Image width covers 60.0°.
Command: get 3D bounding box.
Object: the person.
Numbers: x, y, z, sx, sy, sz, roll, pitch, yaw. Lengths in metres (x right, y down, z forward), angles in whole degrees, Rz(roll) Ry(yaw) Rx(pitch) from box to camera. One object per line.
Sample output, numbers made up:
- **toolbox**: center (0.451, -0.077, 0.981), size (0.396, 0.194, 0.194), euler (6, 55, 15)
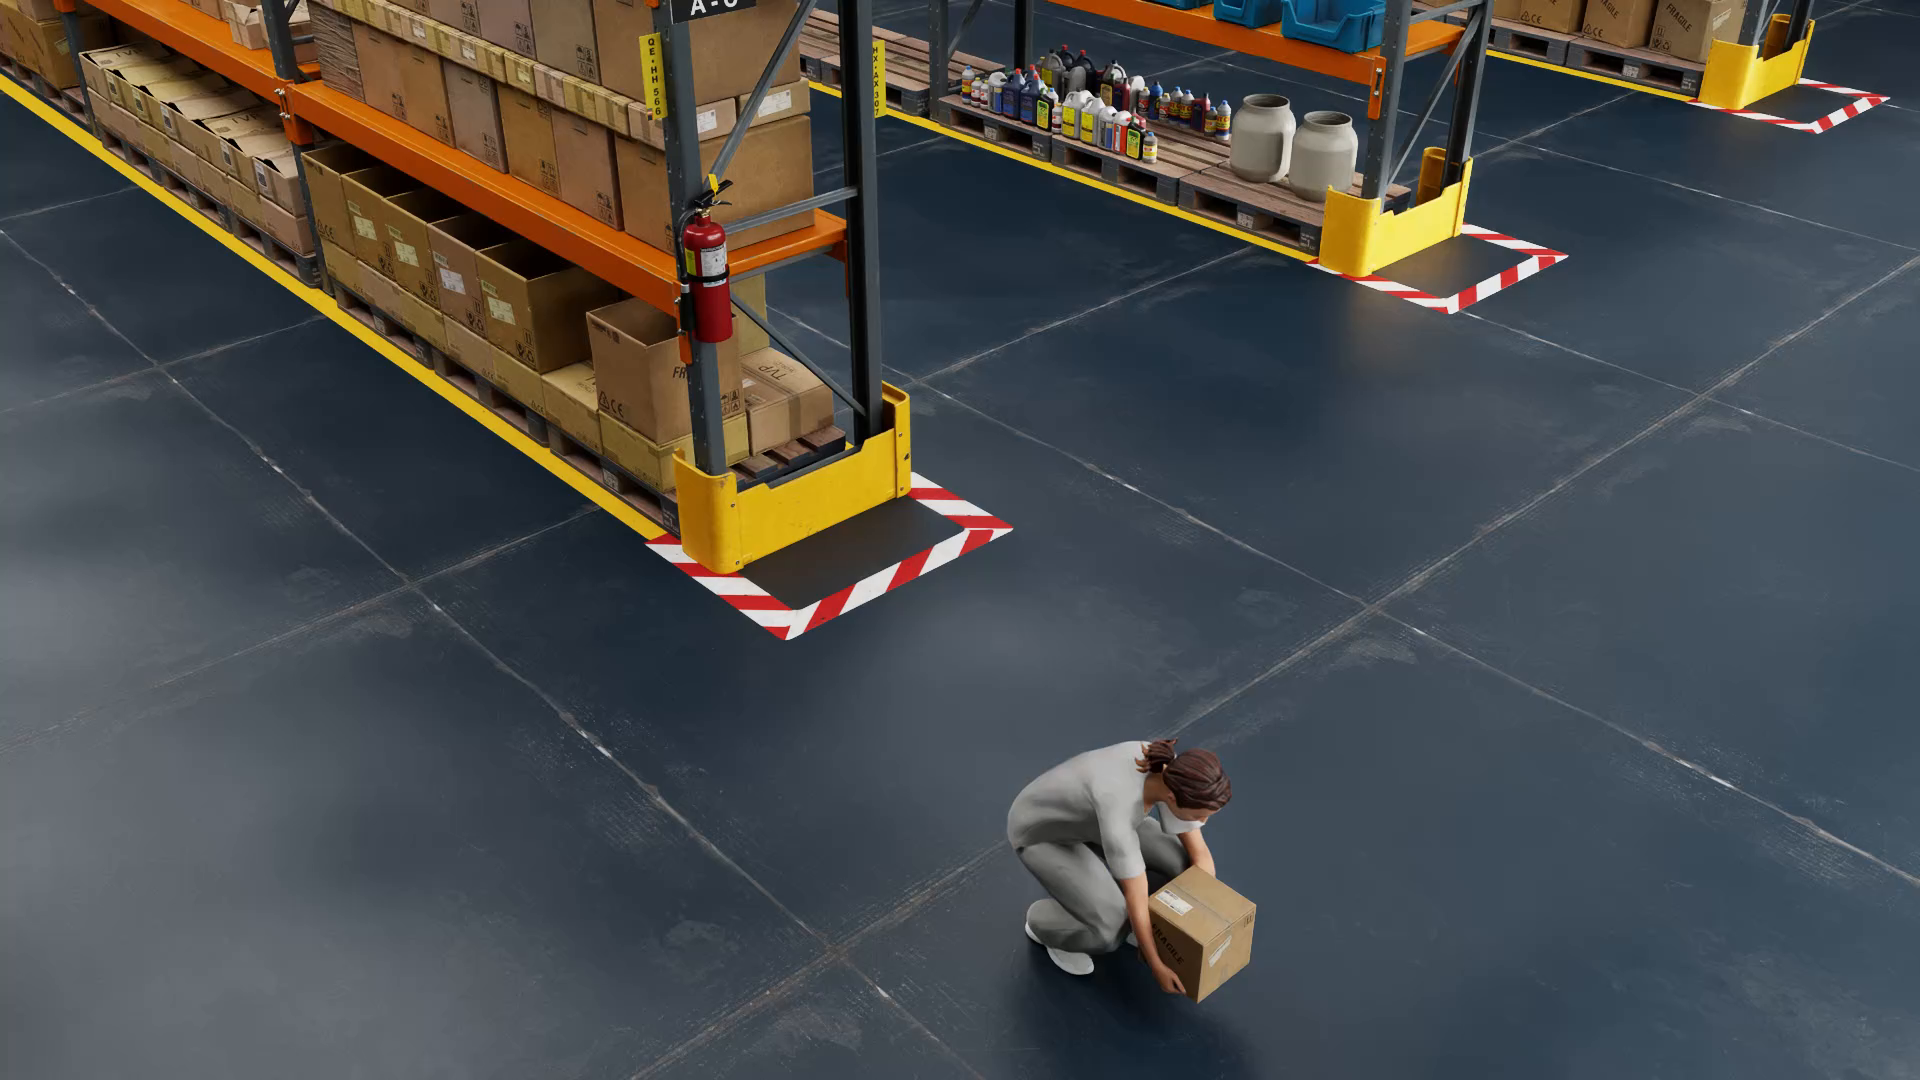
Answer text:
- **person**: center (0.518, 0.970, 5.267), size (0.467, 0.956, 0.802), euler (-27, 41, -36)
